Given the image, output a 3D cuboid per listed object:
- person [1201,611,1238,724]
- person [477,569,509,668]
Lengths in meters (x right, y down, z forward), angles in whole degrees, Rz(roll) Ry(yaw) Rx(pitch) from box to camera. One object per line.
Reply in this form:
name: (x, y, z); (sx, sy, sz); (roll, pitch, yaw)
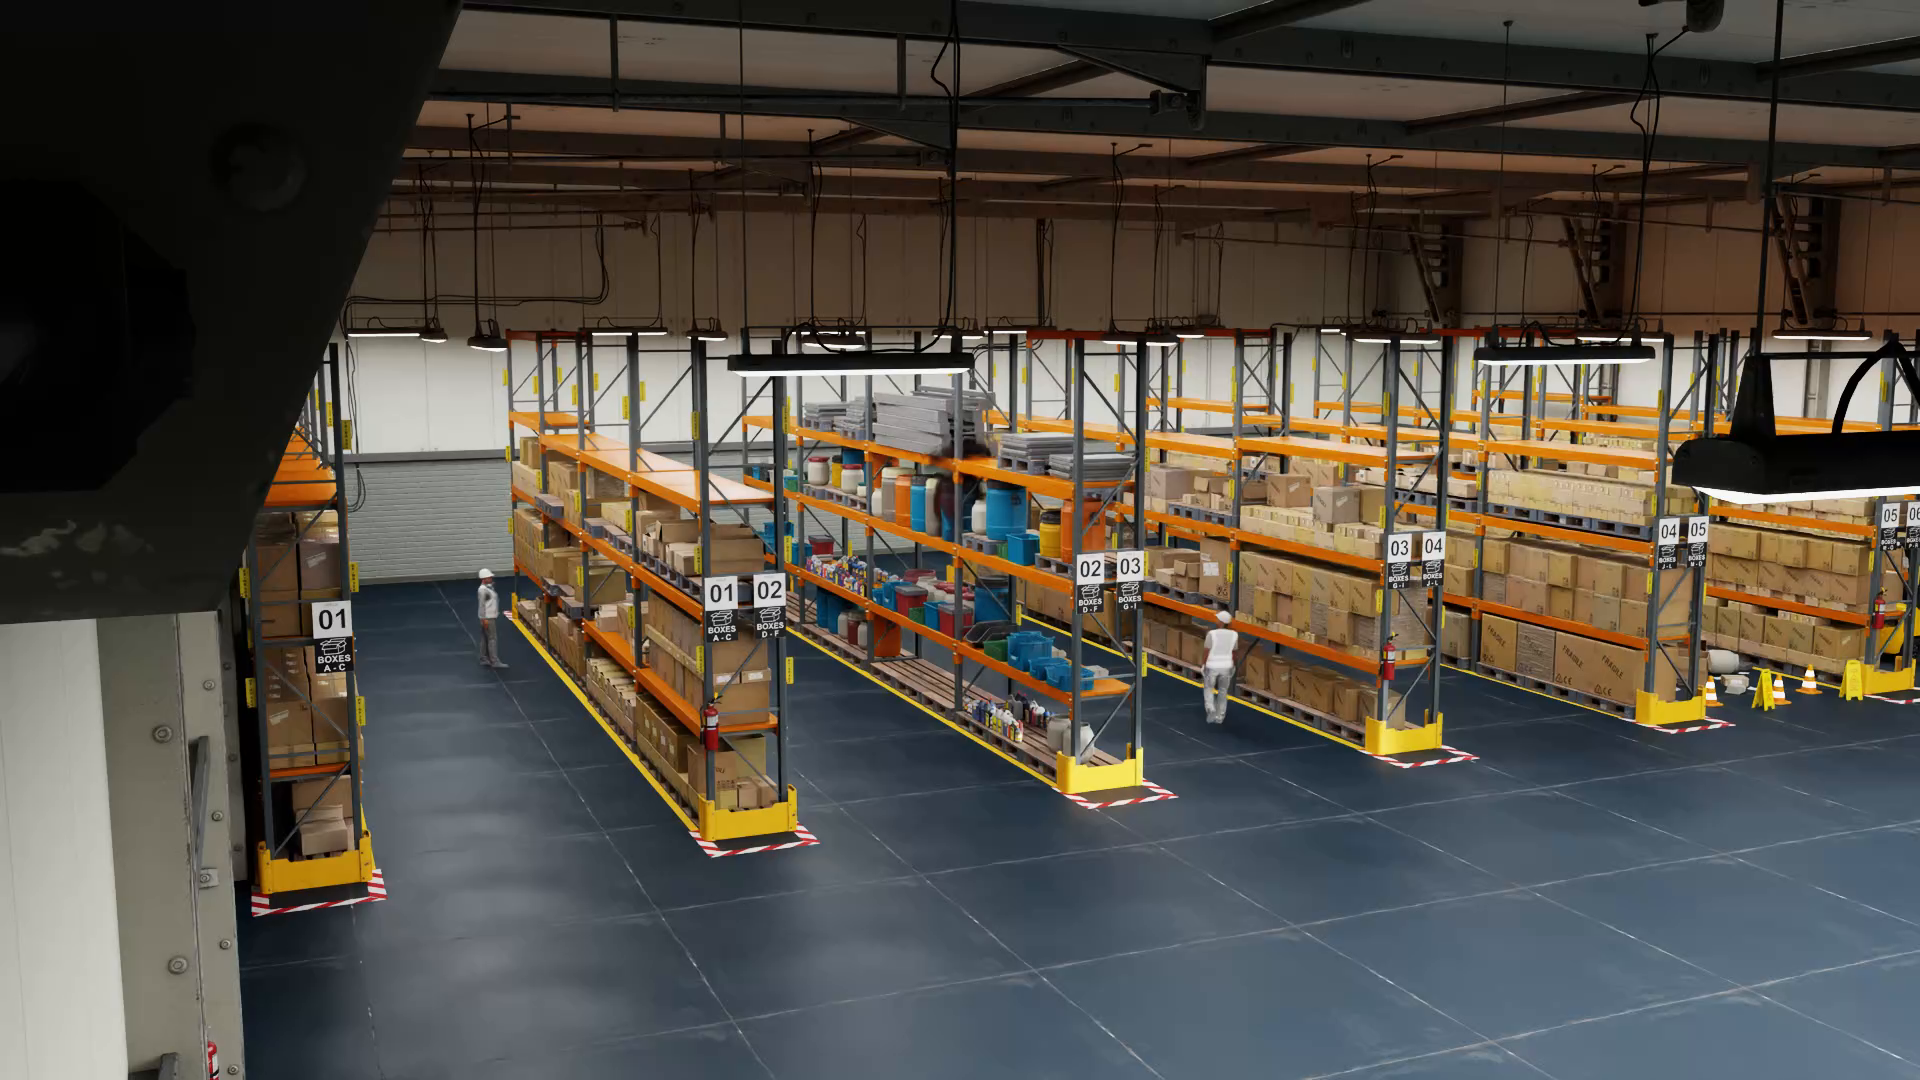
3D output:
person: (3.998, 1.969, 25.599); (0.550, 1.772, 0.668); (2, 8, 11)
person: (-8.410, 1.395, 29.886); (0.525, 1.792, 0.556); (-2, 8, -12)
